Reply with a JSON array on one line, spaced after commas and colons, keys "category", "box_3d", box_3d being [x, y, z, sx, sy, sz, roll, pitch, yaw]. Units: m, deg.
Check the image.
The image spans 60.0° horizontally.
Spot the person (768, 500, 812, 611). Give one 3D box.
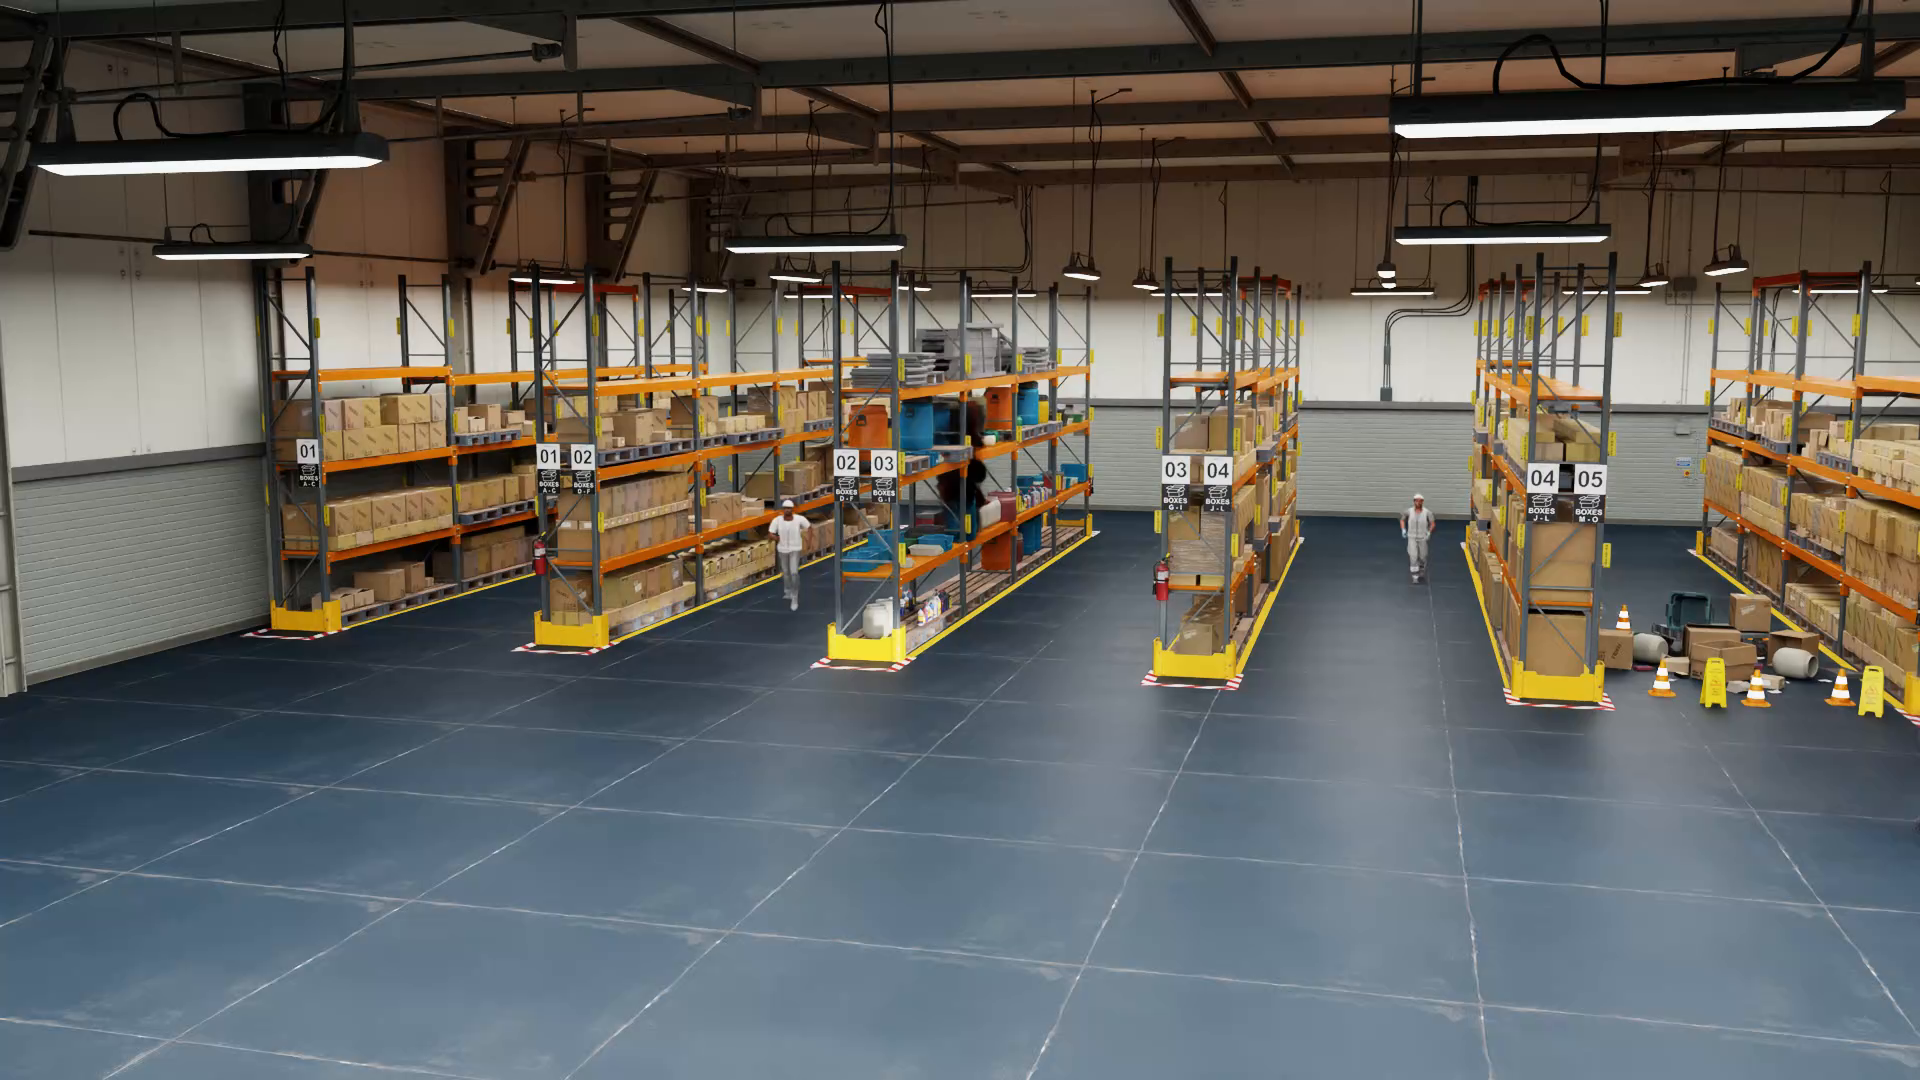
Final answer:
[{"category": "person", "box_3d": [-2.924, 0.245, 28.545, 0.724, 1.888, 0.736, 1, 7, 5]}]

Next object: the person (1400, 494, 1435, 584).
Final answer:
[{"category": "person", "box_3d": [9.021, -0.034, 32.840, 0.681, 1.756, 0.705, 2, 8, 18]}]
